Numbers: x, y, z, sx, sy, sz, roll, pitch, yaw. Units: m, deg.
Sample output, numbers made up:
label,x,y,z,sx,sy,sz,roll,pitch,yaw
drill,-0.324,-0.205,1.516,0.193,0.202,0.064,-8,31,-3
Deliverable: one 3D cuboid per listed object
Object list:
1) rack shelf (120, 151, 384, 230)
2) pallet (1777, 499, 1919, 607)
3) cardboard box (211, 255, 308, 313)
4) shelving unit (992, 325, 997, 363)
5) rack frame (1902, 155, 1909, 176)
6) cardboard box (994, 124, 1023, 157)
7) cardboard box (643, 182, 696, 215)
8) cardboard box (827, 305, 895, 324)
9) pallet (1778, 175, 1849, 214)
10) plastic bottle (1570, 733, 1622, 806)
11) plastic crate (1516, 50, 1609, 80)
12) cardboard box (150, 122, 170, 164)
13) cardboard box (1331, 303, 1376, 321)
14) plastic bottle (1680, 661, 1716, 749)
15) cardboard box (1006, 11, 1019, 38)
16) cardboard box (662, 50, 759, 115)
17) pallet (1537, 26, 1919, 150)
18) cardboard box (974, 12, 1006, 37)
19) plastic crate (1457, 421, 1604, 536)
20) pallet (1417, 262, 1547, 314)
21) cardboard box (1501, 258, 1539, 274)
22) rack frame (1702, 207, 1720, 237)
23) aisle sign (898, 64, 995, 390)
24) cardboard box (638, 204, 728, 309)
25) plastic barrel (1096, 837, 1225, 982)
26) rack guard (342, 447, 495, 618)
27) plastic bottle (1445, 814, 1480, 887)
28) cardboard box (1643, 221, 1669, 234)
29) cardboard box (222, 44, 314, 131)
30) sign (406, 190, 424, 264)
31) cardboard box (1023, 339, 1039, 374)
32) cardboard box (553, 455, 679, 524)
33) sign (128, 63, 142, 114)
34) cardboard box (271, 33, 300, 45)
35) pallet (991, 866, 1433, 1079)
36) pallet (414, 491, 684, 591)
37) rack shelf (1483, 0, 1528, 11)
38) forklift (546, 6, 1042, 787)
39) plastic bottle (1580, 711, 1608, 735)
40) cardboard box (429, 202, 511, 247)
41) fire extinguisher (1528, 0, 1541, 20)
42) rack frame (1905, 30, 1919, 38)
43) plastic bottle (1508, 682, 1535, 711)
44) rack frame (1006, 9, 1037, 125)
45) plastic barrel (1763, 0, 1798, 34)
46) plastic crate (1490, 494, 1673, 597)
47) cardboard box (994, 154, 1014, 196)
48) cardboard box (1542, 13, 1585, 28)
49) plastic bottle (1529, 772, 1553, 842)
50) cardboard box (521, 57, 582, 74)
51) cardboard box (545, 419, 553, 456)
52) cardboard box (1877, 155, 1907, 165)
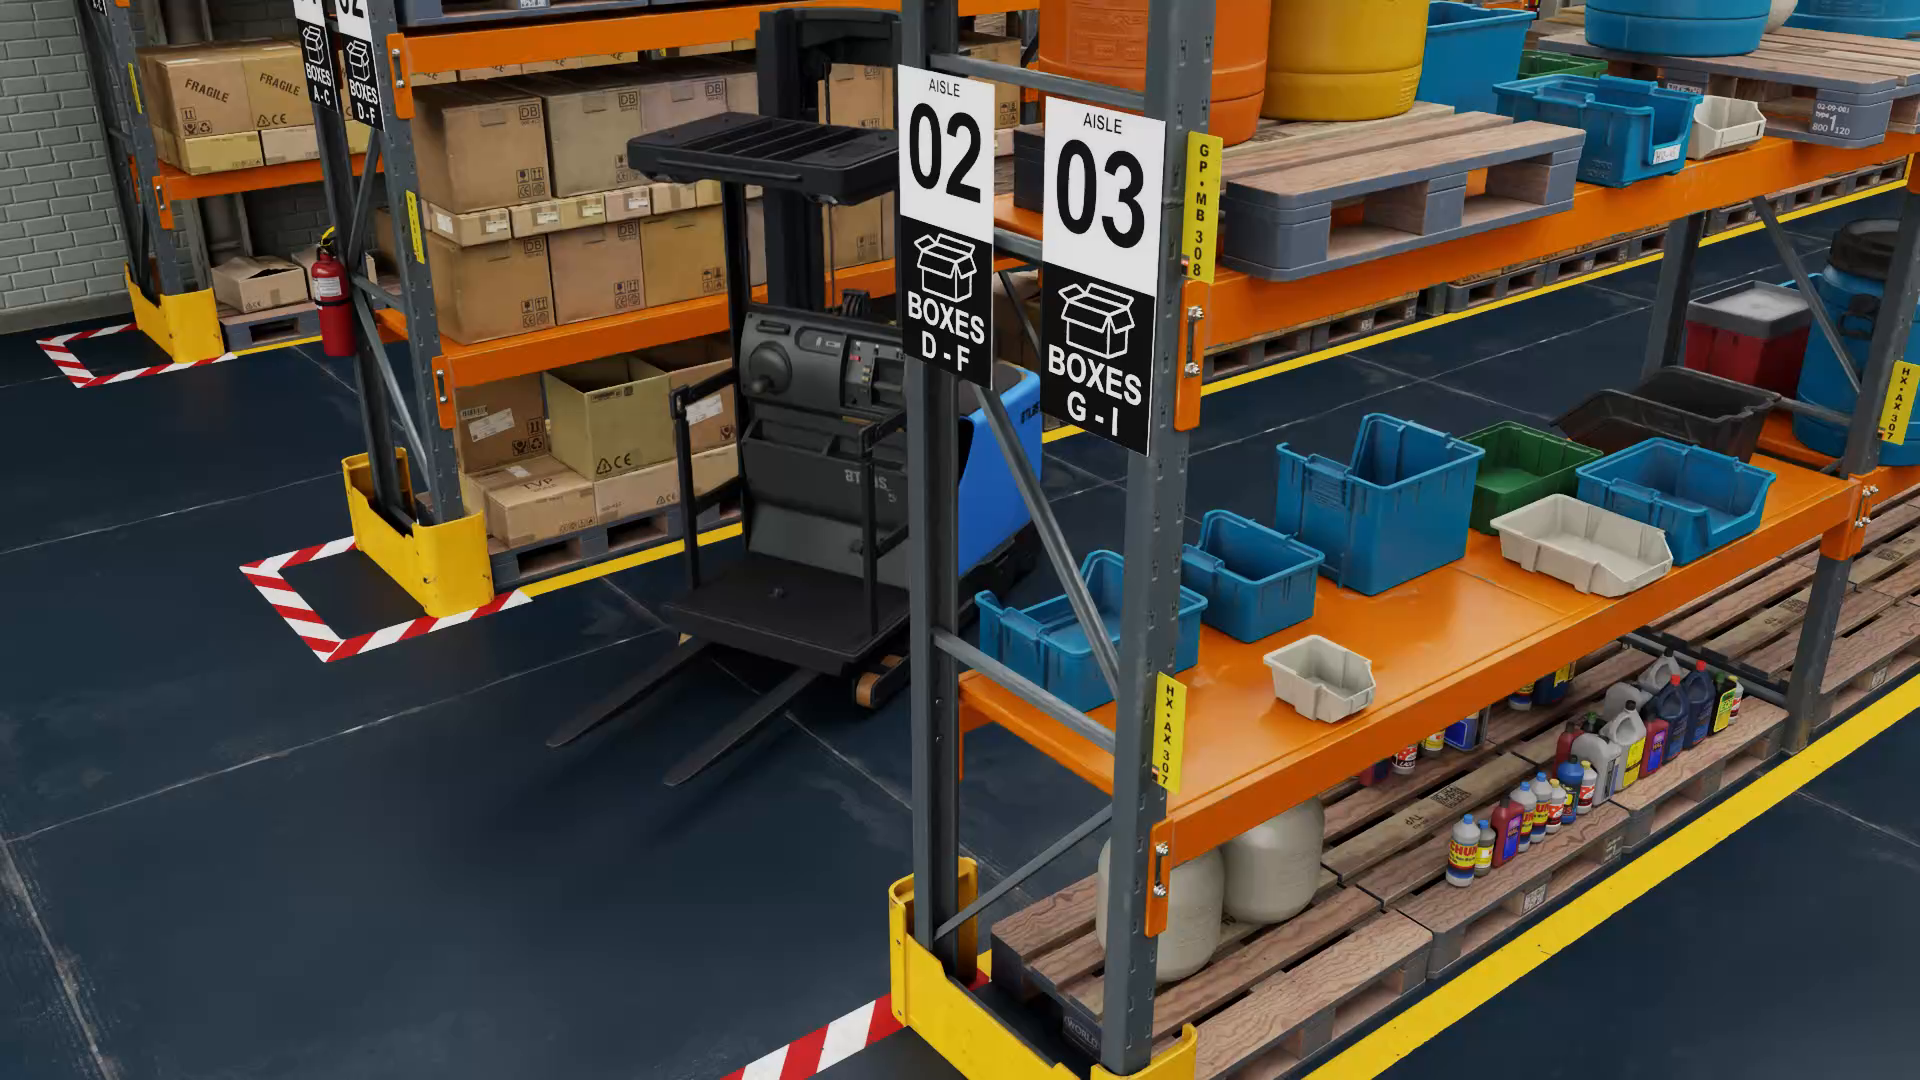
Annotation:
label,x,y,z,sx,sy,sz,roll,pitch,yaw
rack shelf,-4.338,-3.033,13.077,4.000,0.370,1.077,-18,31,-34
pallet,4.904,0.132,8.714,1.213,0.211,1.003,-18,31,-34
cardboard box,-5.312,-1.970,12.603,0.500,0.311,0.500,-23,33,-40
shelving unit,0.048,-0.591,9.098,0.258,1.200,0.189,13,28,26
rack frame,9.739,-5.356,17.228,0.127,3.000,1.000,-18,31,-34
cardboard box,0.214,-2.437,10.048,0.250,0.149,0.380,-18,31,-34
cardboard box,-1.599,-1.839,8.760,0.250,0.149,0.380,-19,31,-36
cardboard box,-0.726,-1.072,9.874,0.500,0.500,0.500,-18,31,-34
pallet,8.093,-3.549,16.646,1.213,0.211,1.003,-18,31,-34
plastic bottle,2.485,0.876,6.512,0.135,0.276,0.152,-18,30,-33
plastic crate,1.940,-1.542,5.698,0.450,0.188,0.336,-18,31,-34
cardboard box,-5.664,-2.967,12.234,0.500,0.250,0.500,-18,30,-33
cardboard box,2.776,-1.869,12.481,0.500,0.250,0.500,-19,31,-35
plastic bottle,3.020,0.668,6.872,0.185,0.351,0.144,-19,31,-35
cardboard box,0.593,-5.318,16.649,0.500,0.500,0.500,-18,30,-34
cardboard box,-1.234,-2.364,9.121,0.500,0.500,0.700,-18,31,-34
pallet,2.842,-1.652,5.908,1.003,0.211,1.213,-18,31,-34
cardboard box,0.020,-5.038,15.900,0.500,0.500,0.700,-23,33,-40
plastic crate,2.107,-0.242,6.460,0.662,0.188,0.450,-18,31,-34
pallet,4.054,-2.195,13.728,1.213,0.211,1.003,-18,31,-34
cardboard box,4.386,-2.505,13.532,0.500,0.500,0.500,-20,31,-36
rack frame,6.591,-4.317,14.989,0.127,3.000,1.000,-18,31,-34
aisle sign,-0.038,-0.817,4.359,0.004,0.787,0.394,-18,31,-34
cardboard box,-1.672,-1.627,9.075,0.500,0.500,0.700,-18,30,-34
plastic barrel,0.672,1.184,5.593,0.421,0.512,0.421,0,25,0
rack guard,-2.871,-0.060,8.785,0.348,0.500,1.175,-18,31,-34
plastic bottle,1.821,1.112,6.009,0.097,0.271,0.097,0,25,0
cardboard box,5.985,-3.034,14.671,0.500,0.500,0.500,-18,30,-34
cardboard box,-4.956,-3.271,11.998,0.500,0.500,0.500,-18,30,-34
sign,-2.514,-1.443,7.674,0.005,0.325,0.100,-18,31,-34
cardboard box,0.766,-1.205,11.051,0.500,0.250,0.500,-19,31,-35
cardboard box,-1.902,-0.340,9.187,0.500,0.250,0.500,-18,31,-34
sign,-5.577,-3.053,11.237,0.005,0.325,0.100,-18,31,-34
cardboard box,-4.866,-3.577,12.658,0.500,0.500,0.500,-19,31,-35
pallet,0.875,1.462,5.849,1.213,0.211,1.003,-18,31,-34
pallet,-2.276,-0.148,9.317,1.213,0.211,1.003,-18,31,-34
rack shelf,5.105,-6.150,19.794,4.000,0.370,1.077,-18,31,-34
forklift,-0.704,-0.776,7.439,1.130,2.935,3.031,13,28,26
plastic bottle,2.532,0.805,6.657,0.133,0.283,0.061,-18,31,-34
cardboard box,-2.410,-1.570,8.181,0.250,0.149,0.380,-19,31,-34
fire extinguisher,7.082,-6.678,20.611,0.183,0.674,0.296,-18,31,-34
rack frame,3.349,-3.318,5.711,0.127,3.000,1.000,-18,31,-34
plastic bottle,2.418,0.591,7.132,0.097,0.271,0.097,0,25,0
rack frame,0.384,-4.918,16.284,0.127,3.000,1.000,-18,31,-34
plastic barrel,2.889,-2.152,6.129,0.421,0.512,0.421,0,25,0
plastic crate,2.228,0.028,5.939,0.437,0.136,0.530,-18,31,-34
cardboard box,-0.050,-2.167,10.237,0.500,0.500,0.700,-19,31,-35
cardboard box,5.239,-4.074,13.847,0.700,0.500,0.500,18,30,33
plastic bottle,2.169,0.997,6.257,0.097,0.271,0.097,0,25,0
cardboard box,-3.335,-3.803,13.146,0.500,0.500,0.500,-18,31,-34
cardboard box,-2.226,-0.514,9.562,0.500,0.250,0.500,-18,31,-34
cardboard box,9.463,-4.199,17.181,0.500,0.500,0.500,-18,31,-34
